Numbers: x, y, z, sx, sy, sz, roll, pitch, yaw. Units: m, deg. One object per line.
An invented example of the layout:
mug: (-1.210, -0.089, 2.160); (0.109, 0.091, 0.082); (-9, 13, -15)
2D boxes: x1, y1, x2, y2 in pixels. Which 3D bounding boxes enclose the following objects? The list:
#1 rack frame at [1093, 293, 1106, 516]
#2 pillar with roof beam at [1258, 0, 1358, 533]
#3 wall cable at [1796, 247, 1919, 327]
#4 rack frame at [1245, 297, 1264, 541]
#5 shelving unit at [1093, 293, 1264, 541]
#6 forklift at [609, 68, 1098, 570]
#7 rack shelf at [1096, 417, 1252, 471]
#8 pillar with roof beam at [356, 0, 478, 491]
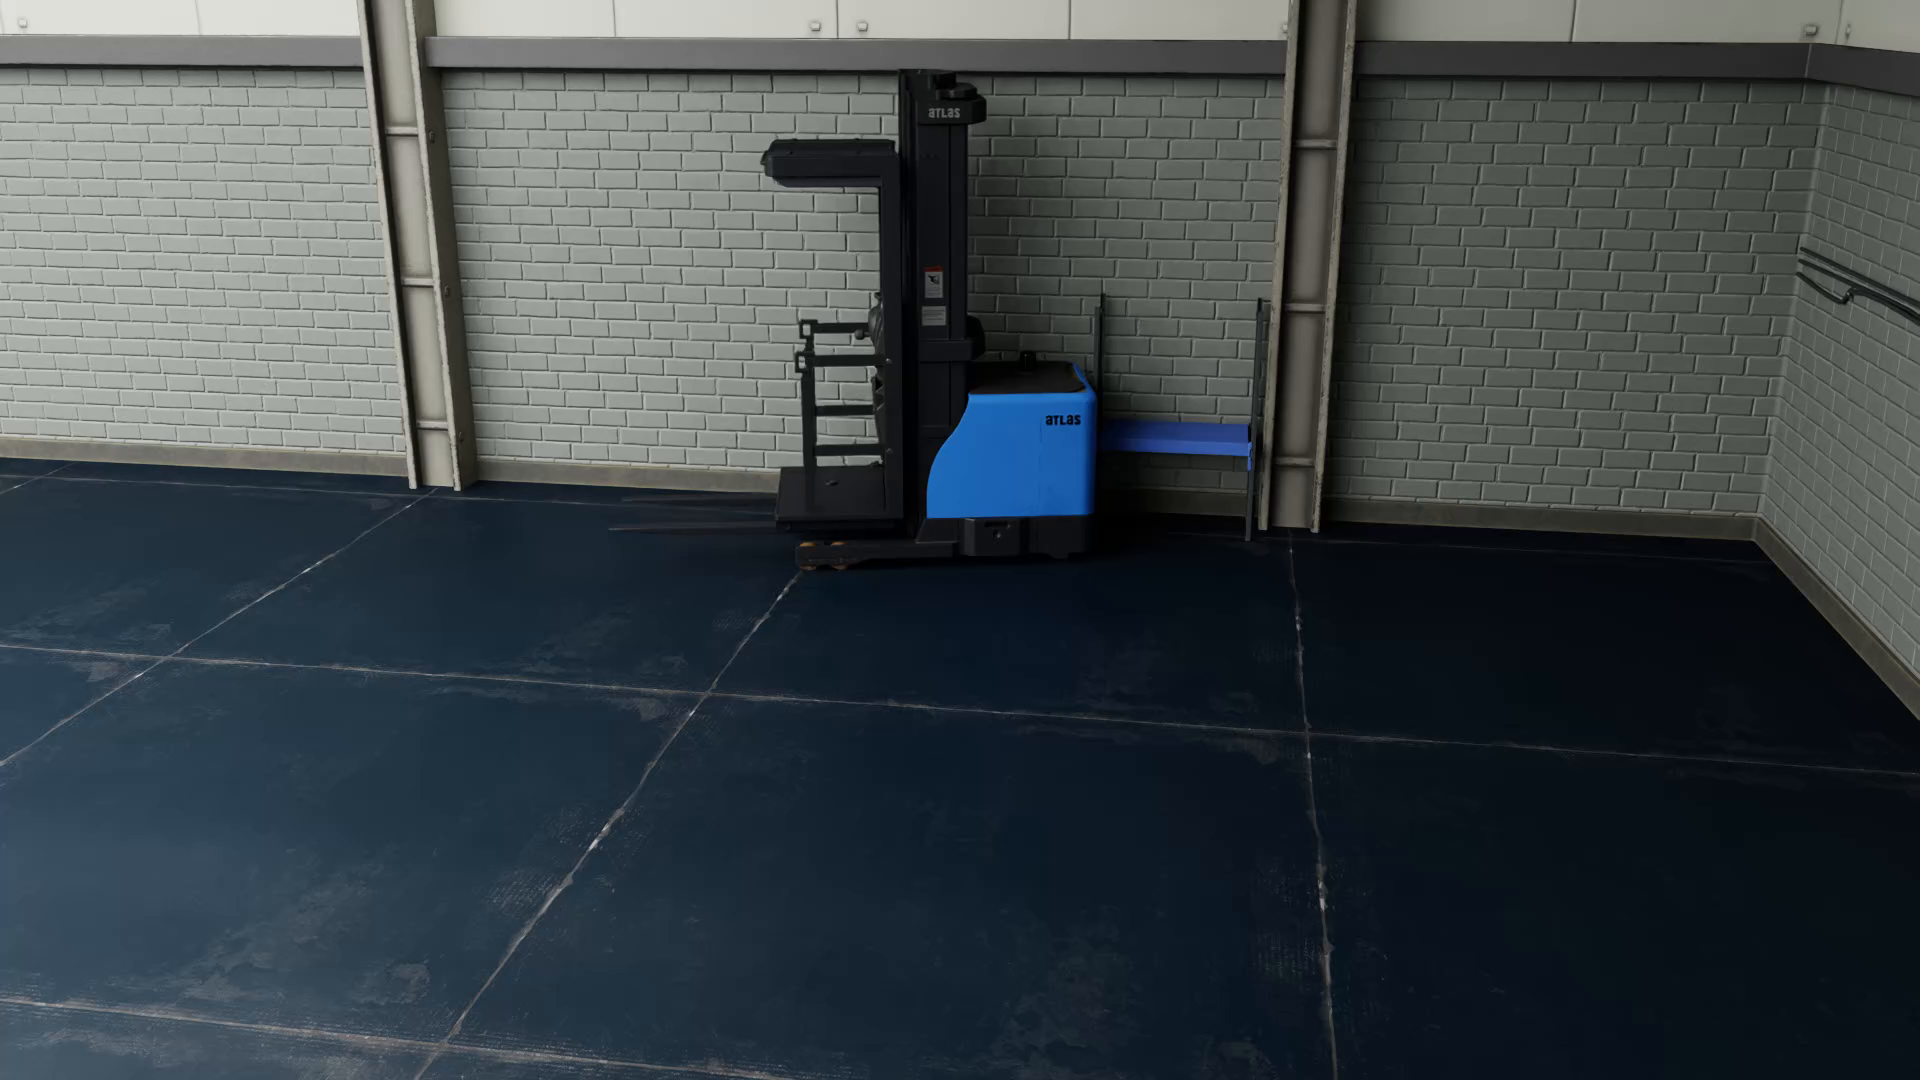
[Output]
rack frame: (0.902, -0.833, 10.929); (0.032, 1.500, 0.500); (3, 19, 9)
pillar with roof beam: (1.515, -3.026, 5.666); (0.400, 9.000, 9.100); (3, 19, 9)
wall cable: (4.897, -2.340, 8.508); (0.112, 2.526, 3.097); (3, 19, 9)
rack frame: (1.906, -0.782, 10.775); (0.032, 1.500, 0.500); (3, 19, 9)
shelving unit: (1.404, -0.807, 10.852); (1.048, 1.500, 0.538); (3, 19, 9)
forklift: (-0.686, -1.380, 10.309); (3.031, 2.935, 1.130); (-1, 19, -3)
rack shelf: (1.404, -0.637, 10.909); (1.000, 0.185, 0.538); (3, 19, 9)
pillar with roof beam: (-4.409, -3.328, 6.568); (0.400, 9.000, 9.100); (3, 19, 9)
